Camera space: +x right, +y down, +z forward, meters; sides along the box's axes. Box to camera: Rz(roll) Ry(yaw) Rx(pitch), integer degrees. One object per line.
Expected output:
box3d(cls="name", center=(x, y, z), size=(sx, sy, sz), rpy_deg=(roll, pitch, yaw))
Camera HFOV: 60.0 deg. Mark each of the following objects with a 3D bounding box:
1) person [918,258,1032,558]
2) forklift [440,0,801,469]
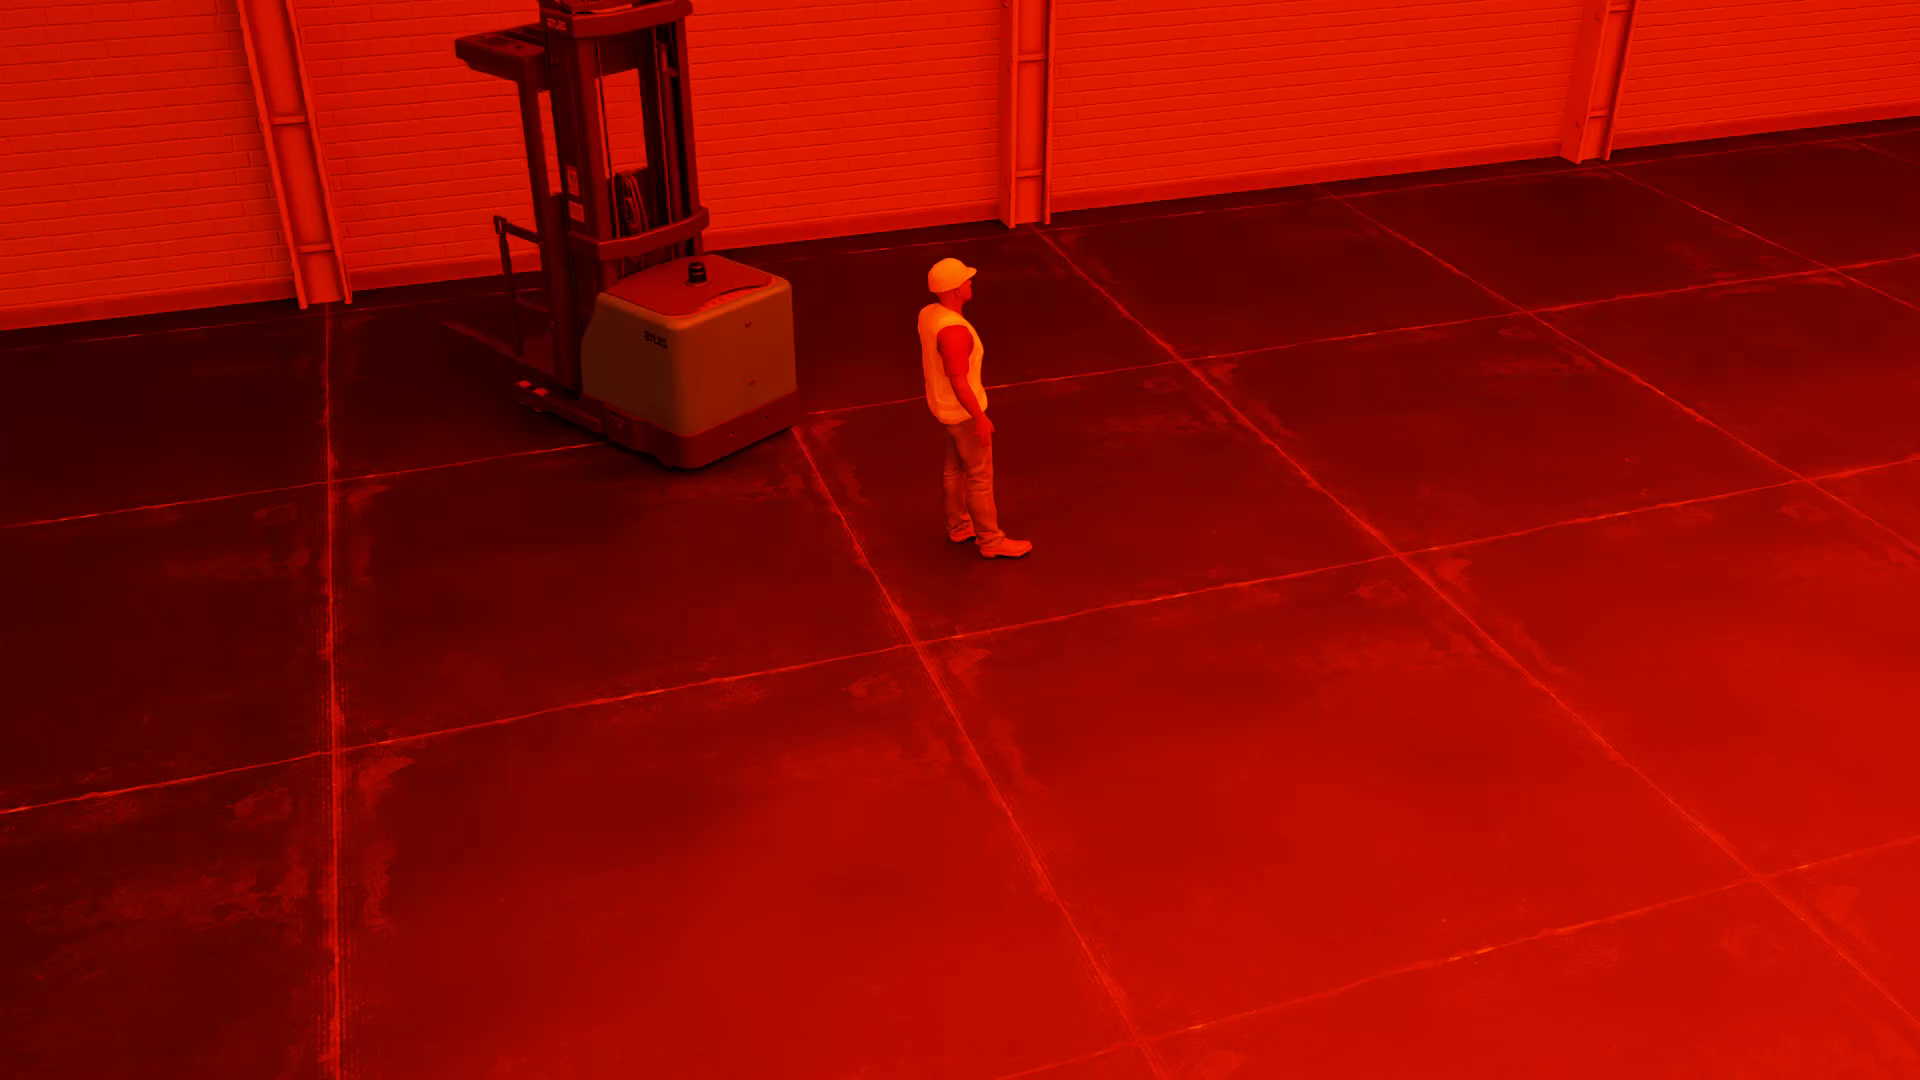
box3d(cls="person", center=(0.068, -0.780, 9.596), size=(0.577, 1.765, 0.666), rpy_deg=(-10, 31, -16))
box3d(cls="forklift", center=(-2.525, -2.333, 11.142), size=(3.031, 2.935, 1.130), rpy_deg=(23, 37, 35))
